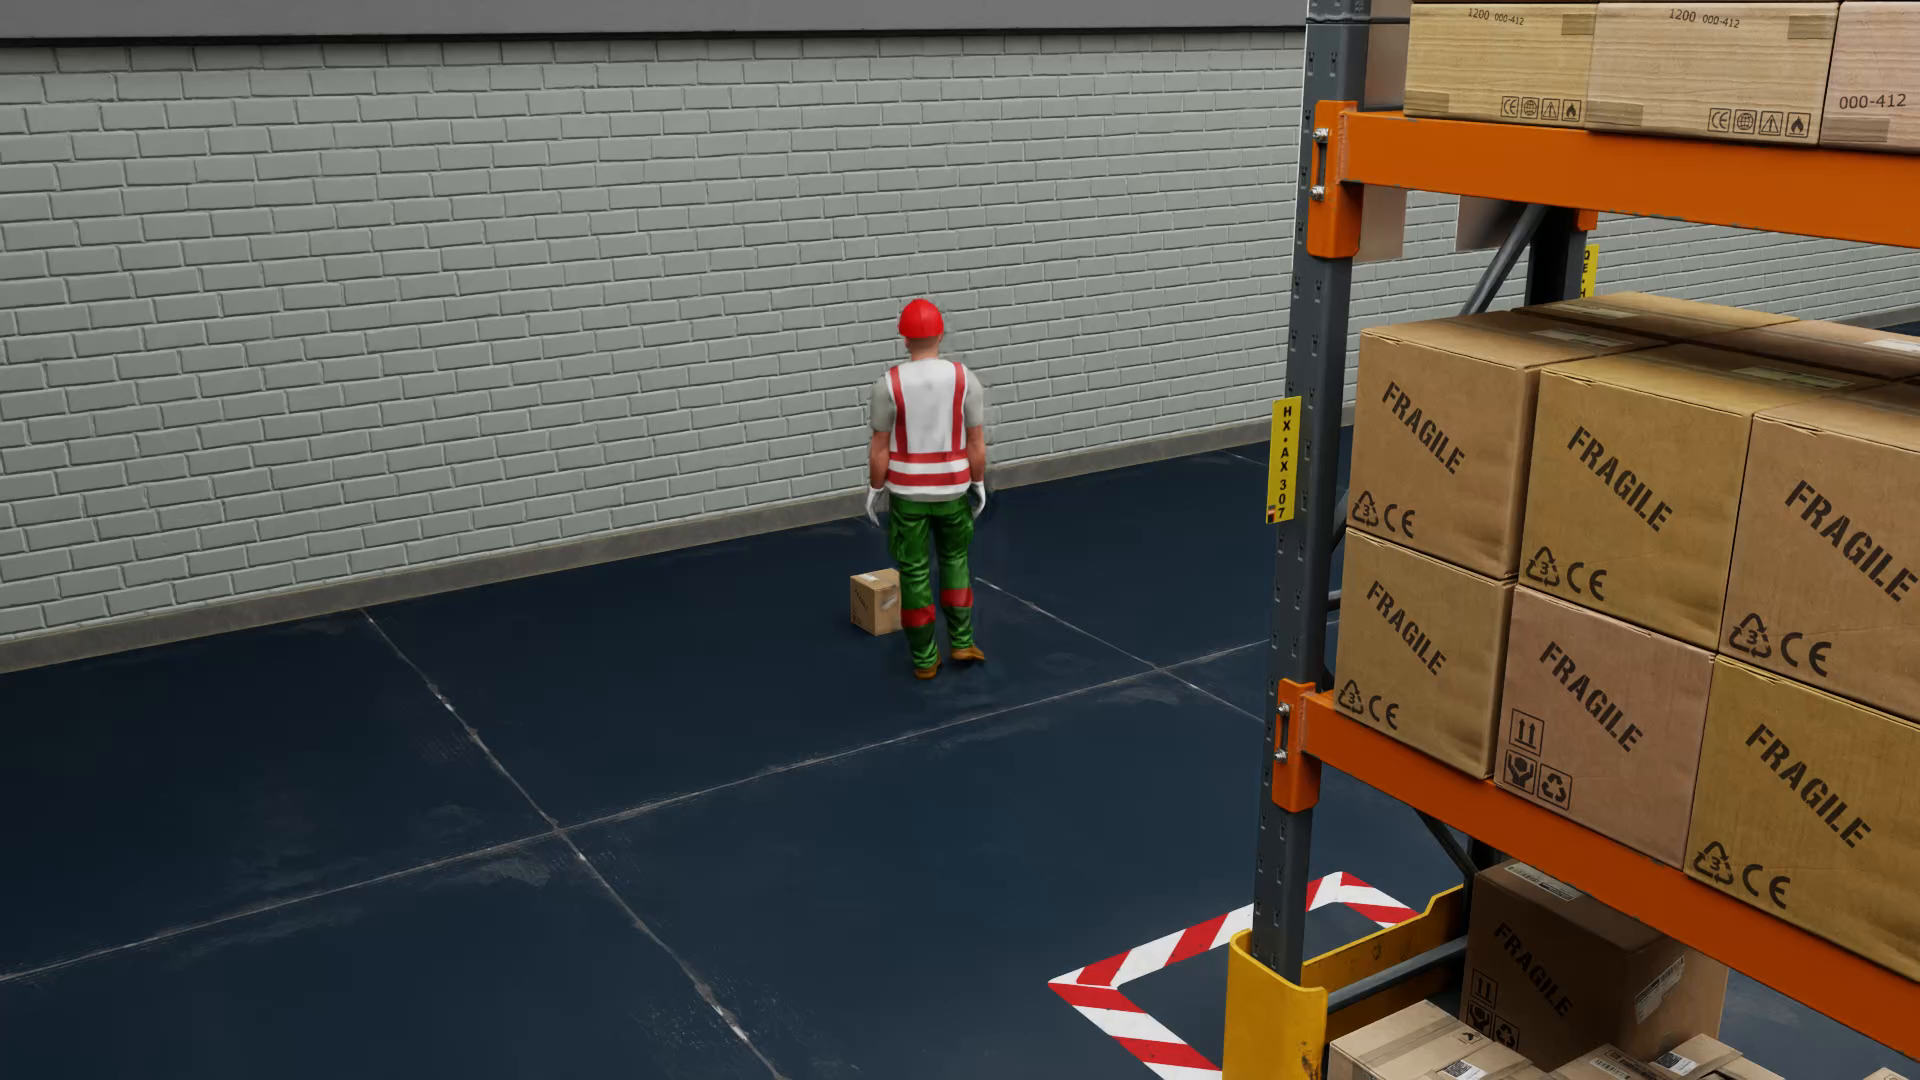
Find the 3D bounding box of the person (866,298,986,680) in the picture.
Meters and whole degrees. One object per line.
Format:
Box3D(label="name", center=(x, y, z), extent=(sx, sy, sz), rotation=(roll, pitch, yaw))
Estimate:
Box3D(label="person", center=(-0.147, -0.221, 7.726), extent=(0.589, 1.822, 0.401), rotation=(-3, 18, -9))
